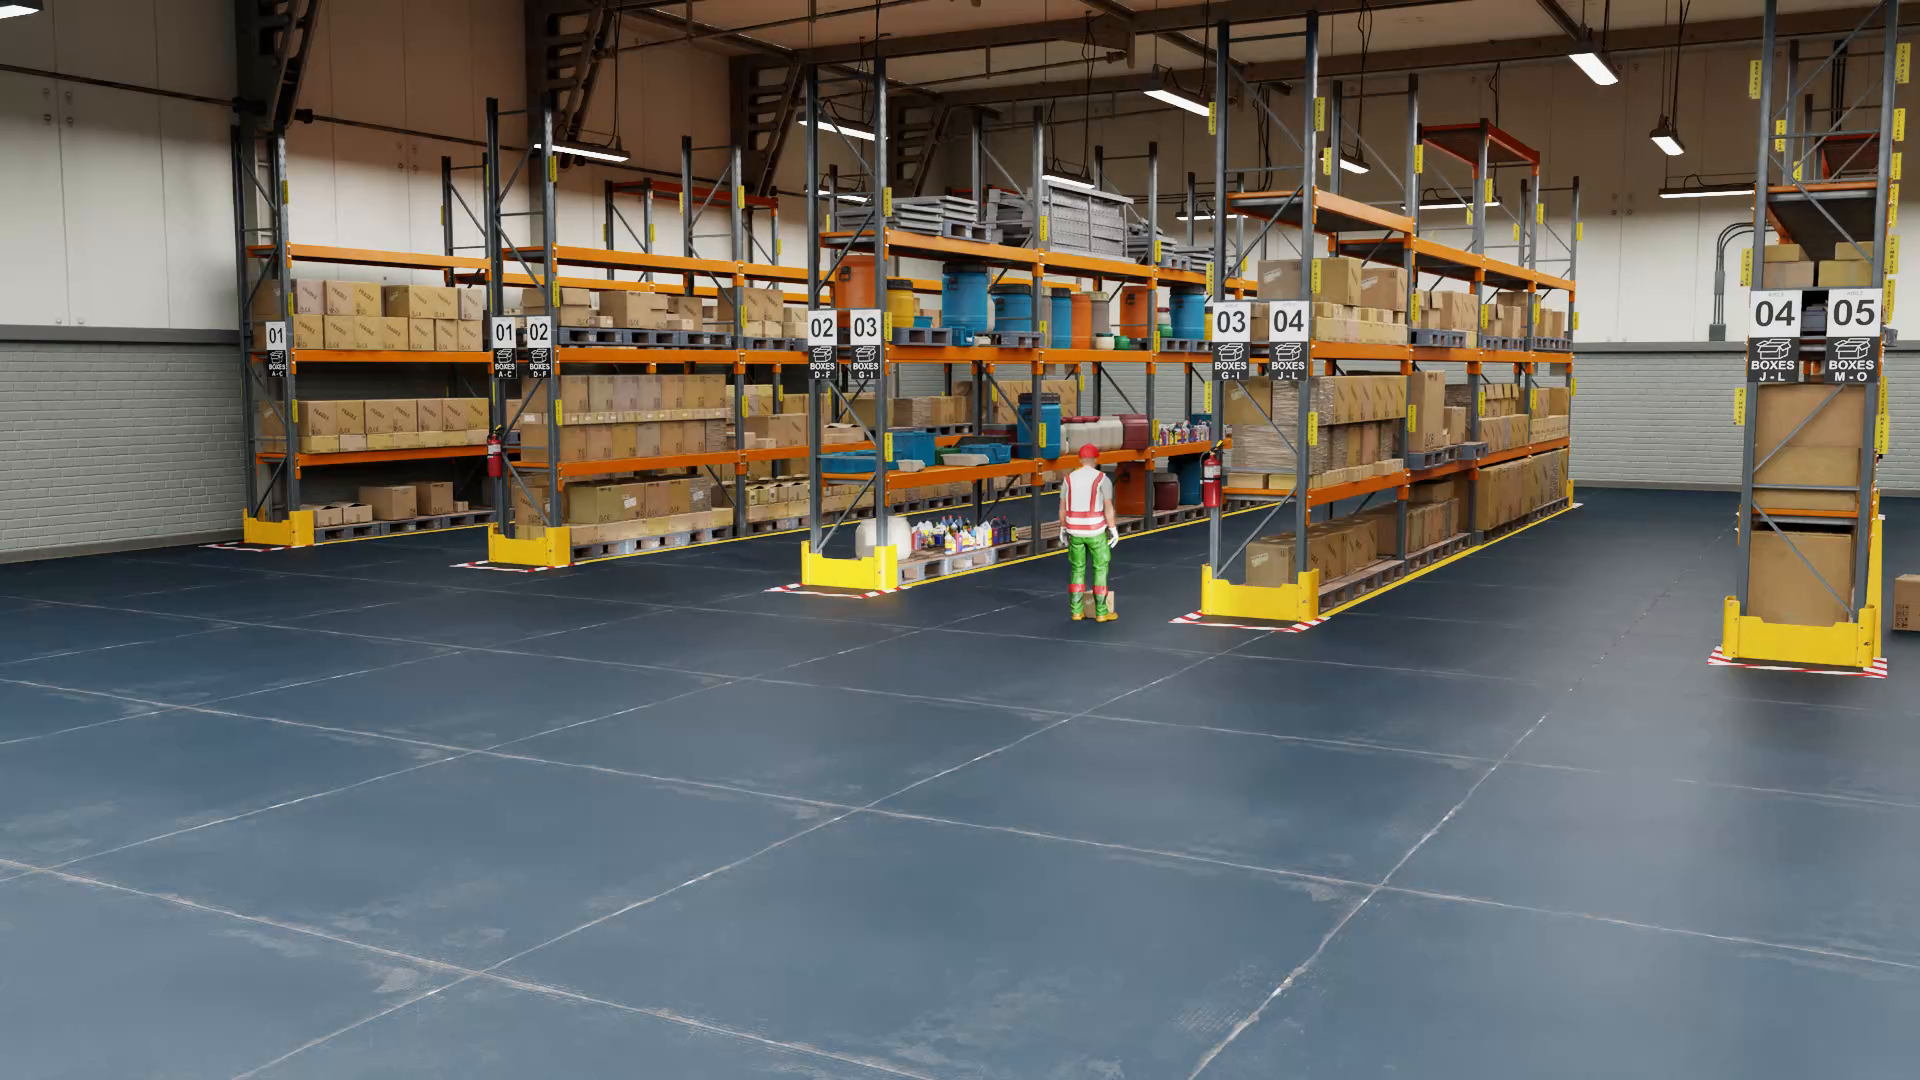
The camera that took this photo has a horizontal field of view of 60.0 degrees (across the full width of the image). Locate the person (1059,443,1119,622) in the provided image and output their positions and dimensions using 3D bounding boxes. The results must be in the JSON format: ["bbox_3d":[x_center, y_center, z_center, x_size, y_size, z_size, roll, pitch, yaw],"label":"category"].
[{"bbox_3d":[1.296,-0.082,16.794,0.623,1.780,0.449,3,7,26],"label":"person"}]
